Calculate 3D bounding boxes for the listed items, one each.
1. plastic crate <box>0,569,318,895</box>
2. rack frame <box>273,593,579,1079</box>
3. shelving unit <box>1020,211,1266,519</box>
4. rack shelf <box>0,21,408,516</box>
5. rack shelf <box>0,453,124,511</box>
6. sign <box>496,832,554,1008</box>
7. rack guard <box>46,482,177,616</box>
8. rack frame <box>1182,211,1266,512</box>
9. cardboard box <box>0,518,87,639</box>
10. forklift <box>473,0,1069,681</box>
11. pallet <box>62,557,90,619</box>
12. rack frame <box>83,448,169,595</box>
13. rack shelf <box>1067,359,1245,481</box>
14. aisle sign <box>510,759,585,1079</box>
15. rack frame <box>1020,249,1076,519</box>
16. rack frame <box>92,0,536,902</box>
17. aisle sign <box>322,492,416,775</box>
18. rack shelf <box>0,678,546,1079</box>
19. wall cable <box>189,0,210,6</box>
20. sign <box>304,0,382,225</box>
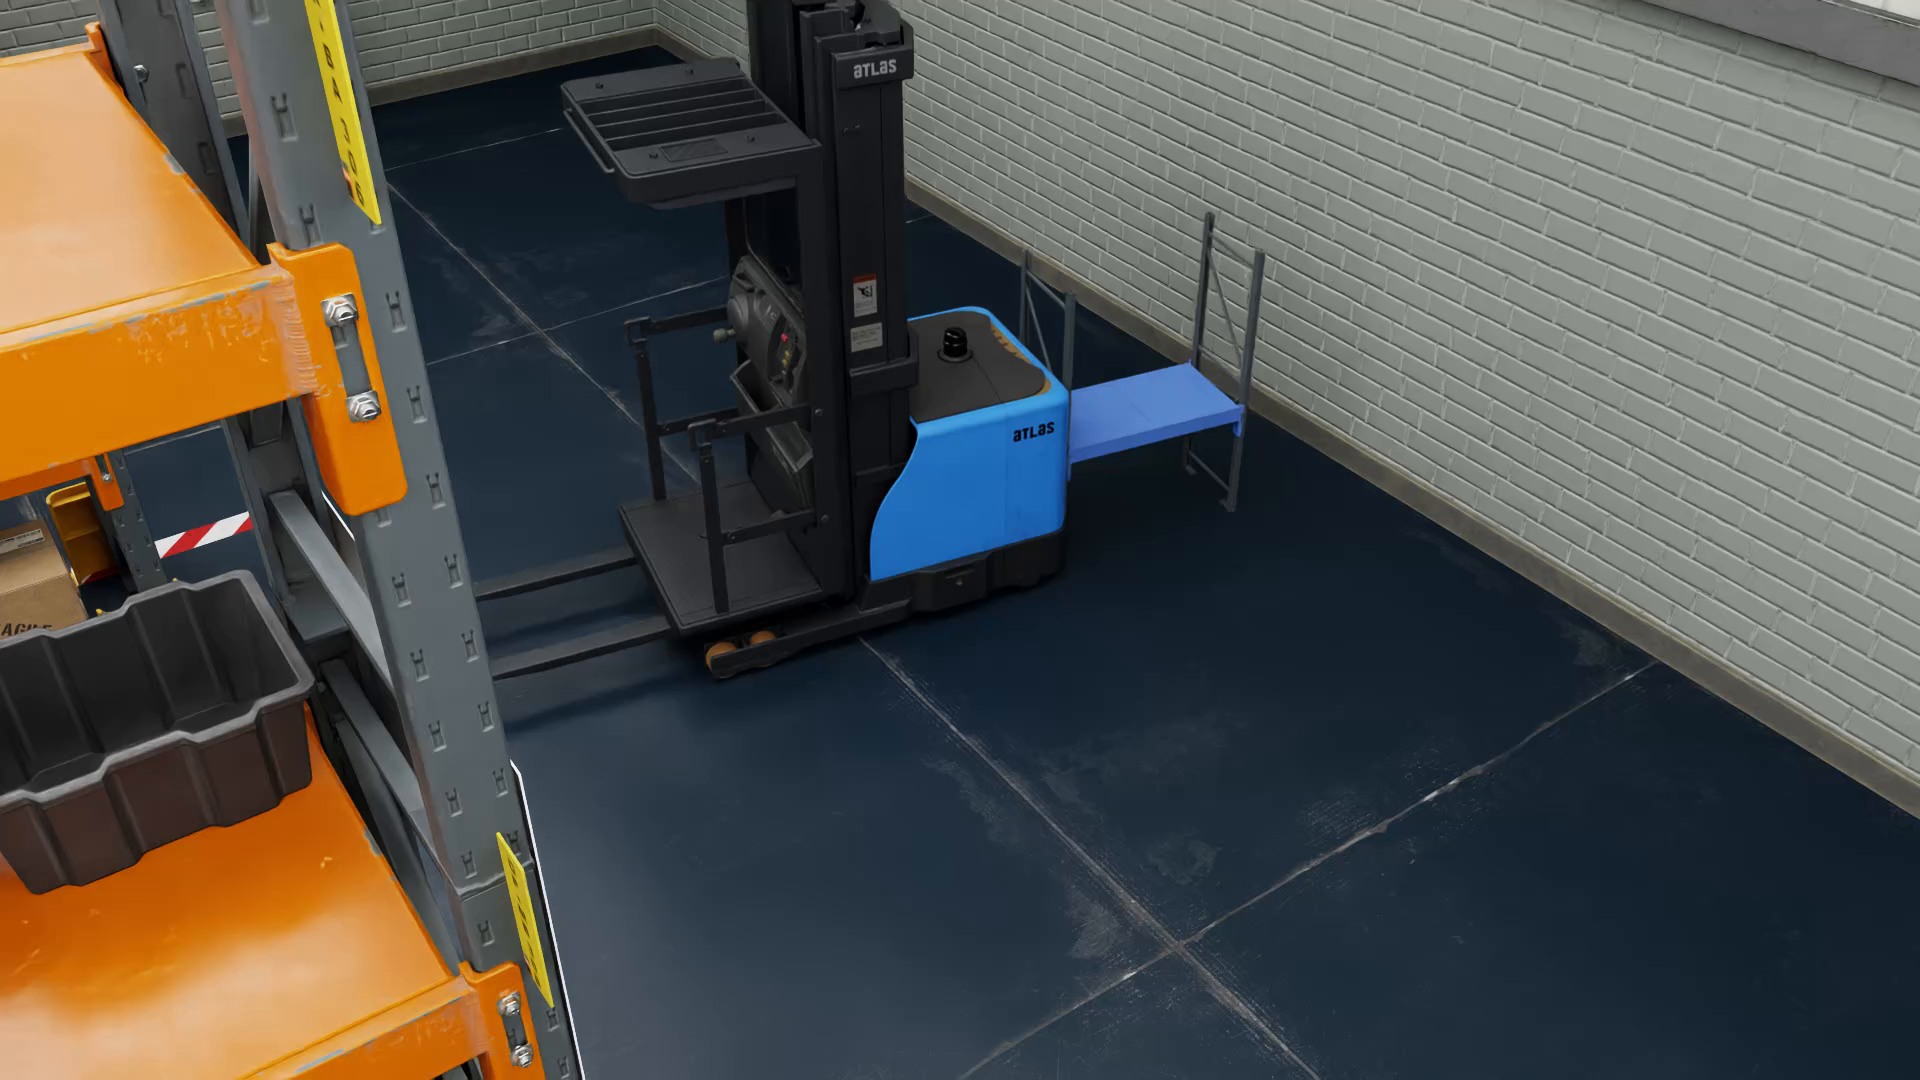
[{"bbox_3d":[-1.501,0.362,3.034,0.590,0.269,0.497,-22,41,-28],"label":"plastic crate"},{"bbox_3d":[-1.026,1.530,3.867,0.127,3.000,1.000,-22,41,-28],"label":"rack frame"},{"bbox_3d":[0.873,-0.767,8.345,1.048,1.500,0.538,-15,38,-20],"label":"shelving unit"},{"bbox_3d":[-2.661,0.222,1.507,4.000,0.370,1.077,-22,41,-28],"label":"rack shelf"},{"bbox_3d":[-5.511,0.130,6.430,4.000,0.370,1.077,-22,41,-28],"label":"rack shelf"},{"bbox_3d":[-0.696,0.612,2.664,0.005,0.325,0.100,-22,41,-28],"label":"sign"},{"bbox_3d":[-3.939,0.205,7.850,0.348,0.500,1.175,-22,41,-28],"label":"rack guard"},{"bbox_3d":[1.335,-0.891,8.517,0.032,1.500,0.500,-15,38,-20],"label":"rack frame"},{"bbox_3d":[-4.179,0.301,7.339,0.500,0.500,0.500,-22,41,-28],"label":"cardboard box"},{"bbox_3d":[-1.038,-0.904,7.311,3.031,2.935,1.130,-15,38,-20],"label":"forklift"},{"bbox_3d":[-4.590,0.591,7.561,1.213,0.211,1.003,-22,41,-28],"label":"pallet"},{"bbox_3d":[-3.877,-0.835,7.156,0.127,3.000,1.000,-22,41,-28],"label":"rack frame"},{"bbox_3d":[0.873,-0.621,8.450,1.000,0.185,0.538,-15,38,-20],"label":"rack shelf"},{"bbox_3d":[-0.799,0.590,2.947,0.004,0.787,0.394,-22,41,-28],"label":"aisle sign"},{"bbox_3d":[0.410,-0.644,8.174,0.032,1.500,0.500,-15,38,-20],"label":"rack frame"},{"bbox_3d":[-1.026,-0.905,2.115,0.127,3.000,1.000,-22,41,-28],"label":"rack frame"},{"bbox_3d":[-1.139,0.309,3.339,0.004,0.787,0.394,-22,41,-28],"label":"aisle sign"},{"bbox_3d":[-2.661,1.277,2.266,4.000,0.370,1.077,-22,41,-28],"label":"rack shelf"},{"bbox_3d":[-6.232,-4.493,11.371,1.851,1.984,0.084,-22,41,-28],"label":"wall cable"},{"bbox_3d":[-0.696,-0.517,1.852,0.005,0.325,0.100,-22,41,-28],"label":"sign"}]
